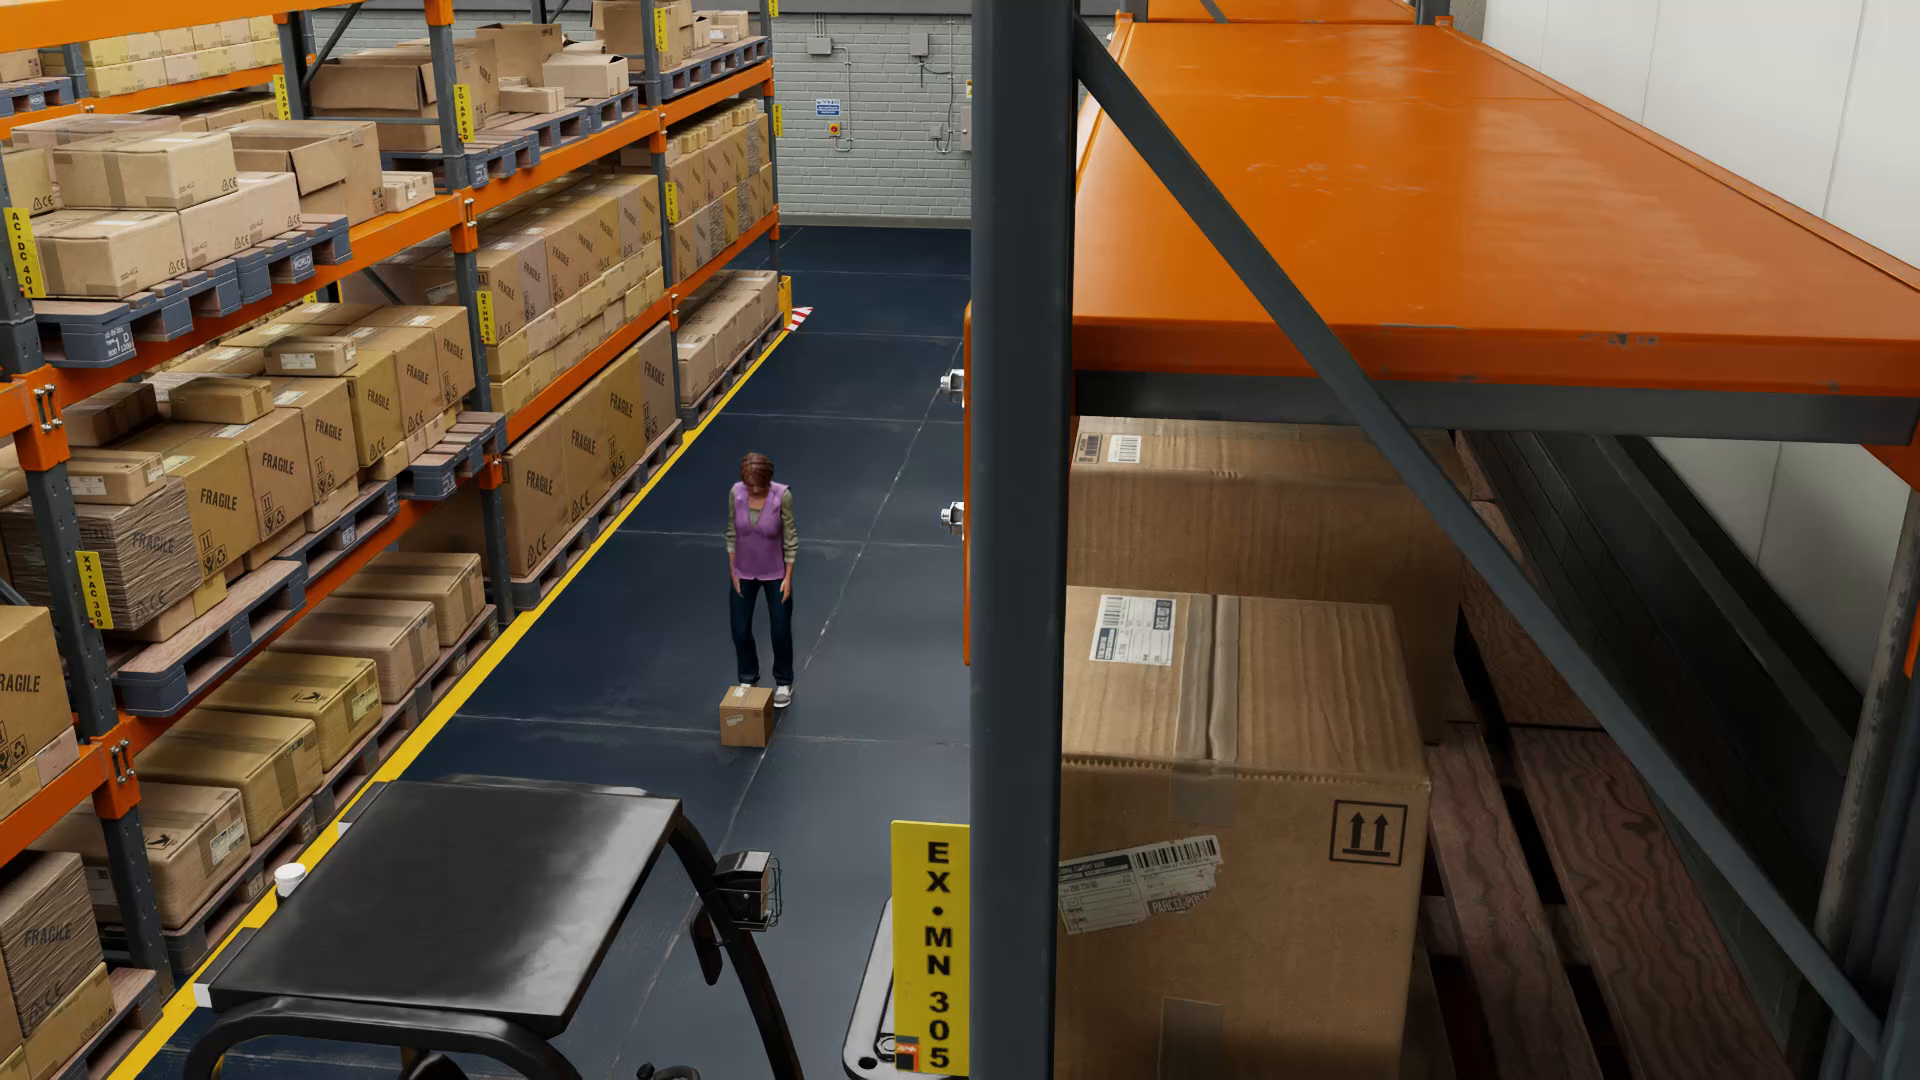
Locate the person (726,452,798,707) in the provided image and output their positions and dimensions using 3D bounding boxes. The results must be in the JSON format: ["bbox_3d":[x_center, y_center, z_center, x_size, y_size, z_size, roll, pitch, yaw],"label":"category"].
[{"bbox_3d":[-1.128,0.219,9.597,0.423,1.566,0.368,3,22,8],"label":"person"}]
